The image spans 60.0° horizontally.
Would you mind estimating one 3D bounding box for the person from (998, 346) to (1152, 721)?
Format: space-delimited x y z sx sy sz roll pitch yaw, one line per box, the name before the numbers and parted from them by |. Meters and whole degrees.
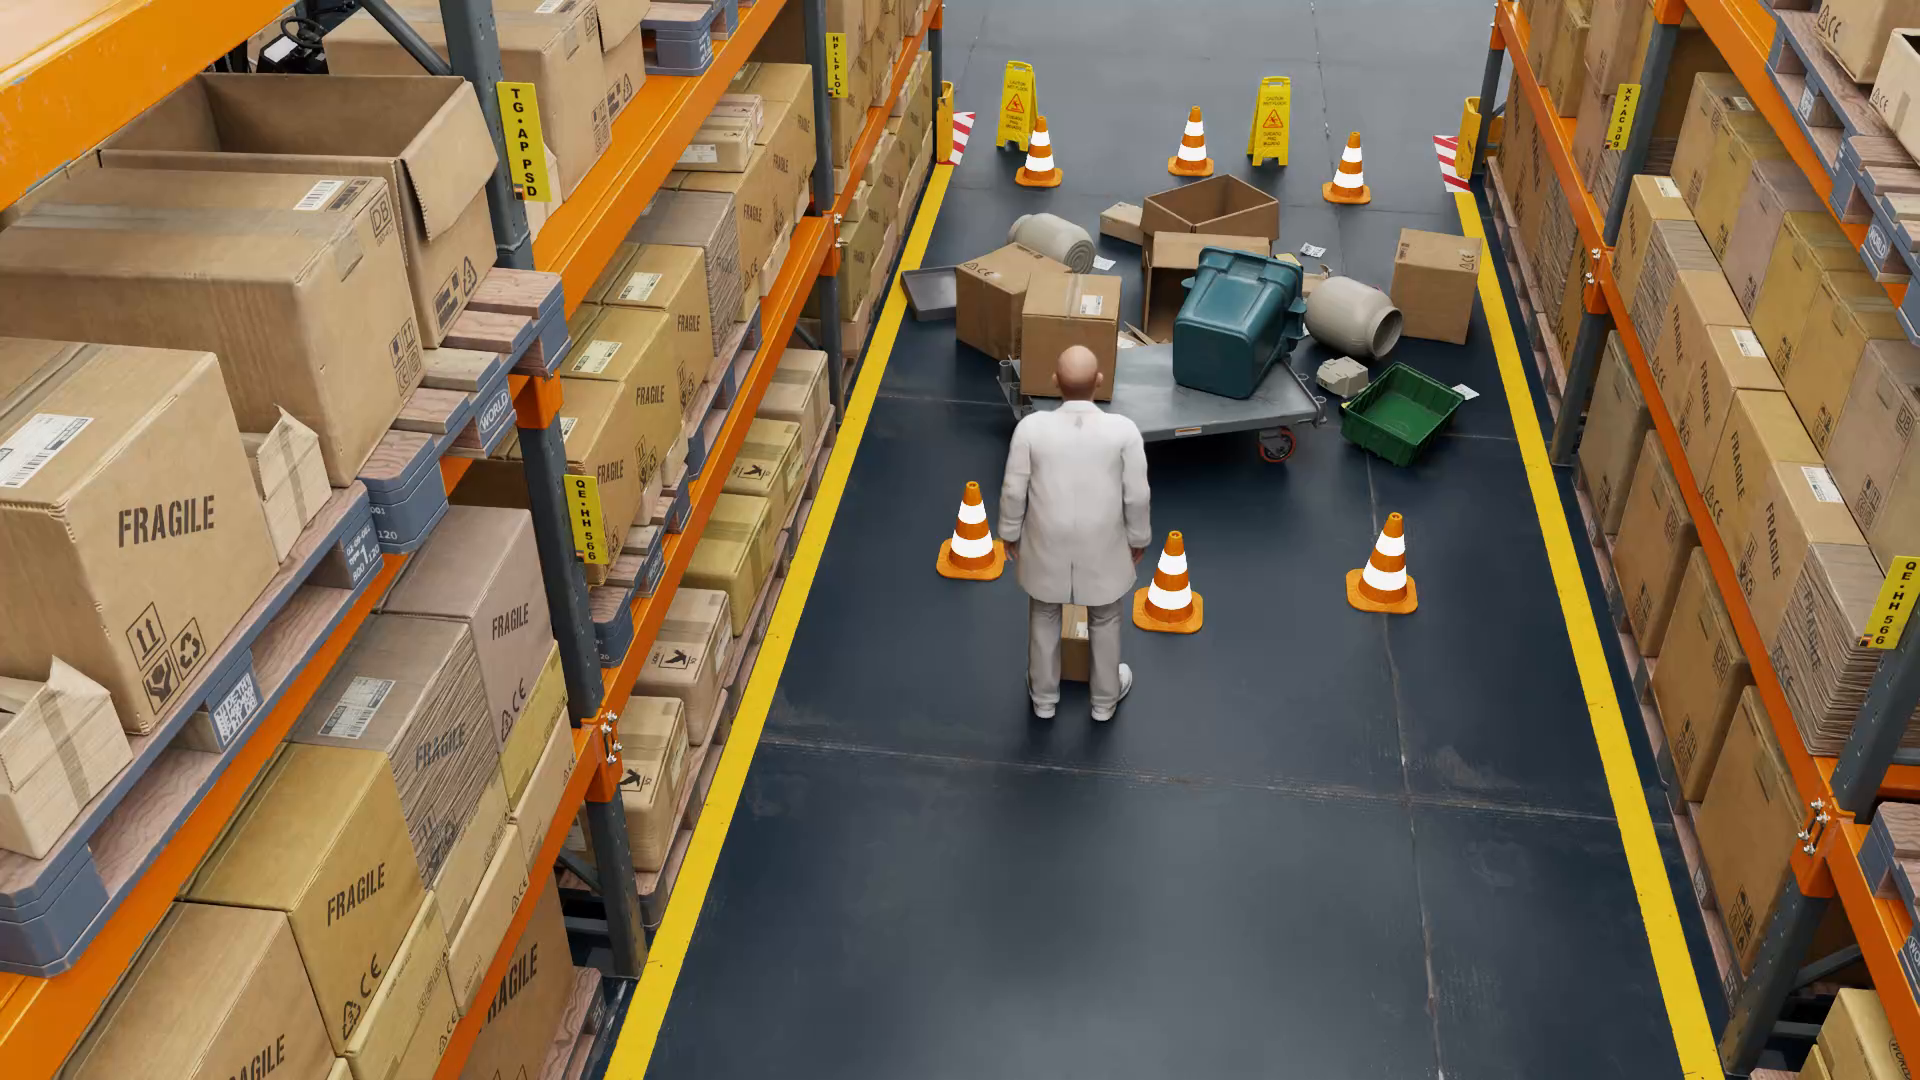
person | 0.485 -0.002 7.057 0.653 1.774 0.416 4 36 5
